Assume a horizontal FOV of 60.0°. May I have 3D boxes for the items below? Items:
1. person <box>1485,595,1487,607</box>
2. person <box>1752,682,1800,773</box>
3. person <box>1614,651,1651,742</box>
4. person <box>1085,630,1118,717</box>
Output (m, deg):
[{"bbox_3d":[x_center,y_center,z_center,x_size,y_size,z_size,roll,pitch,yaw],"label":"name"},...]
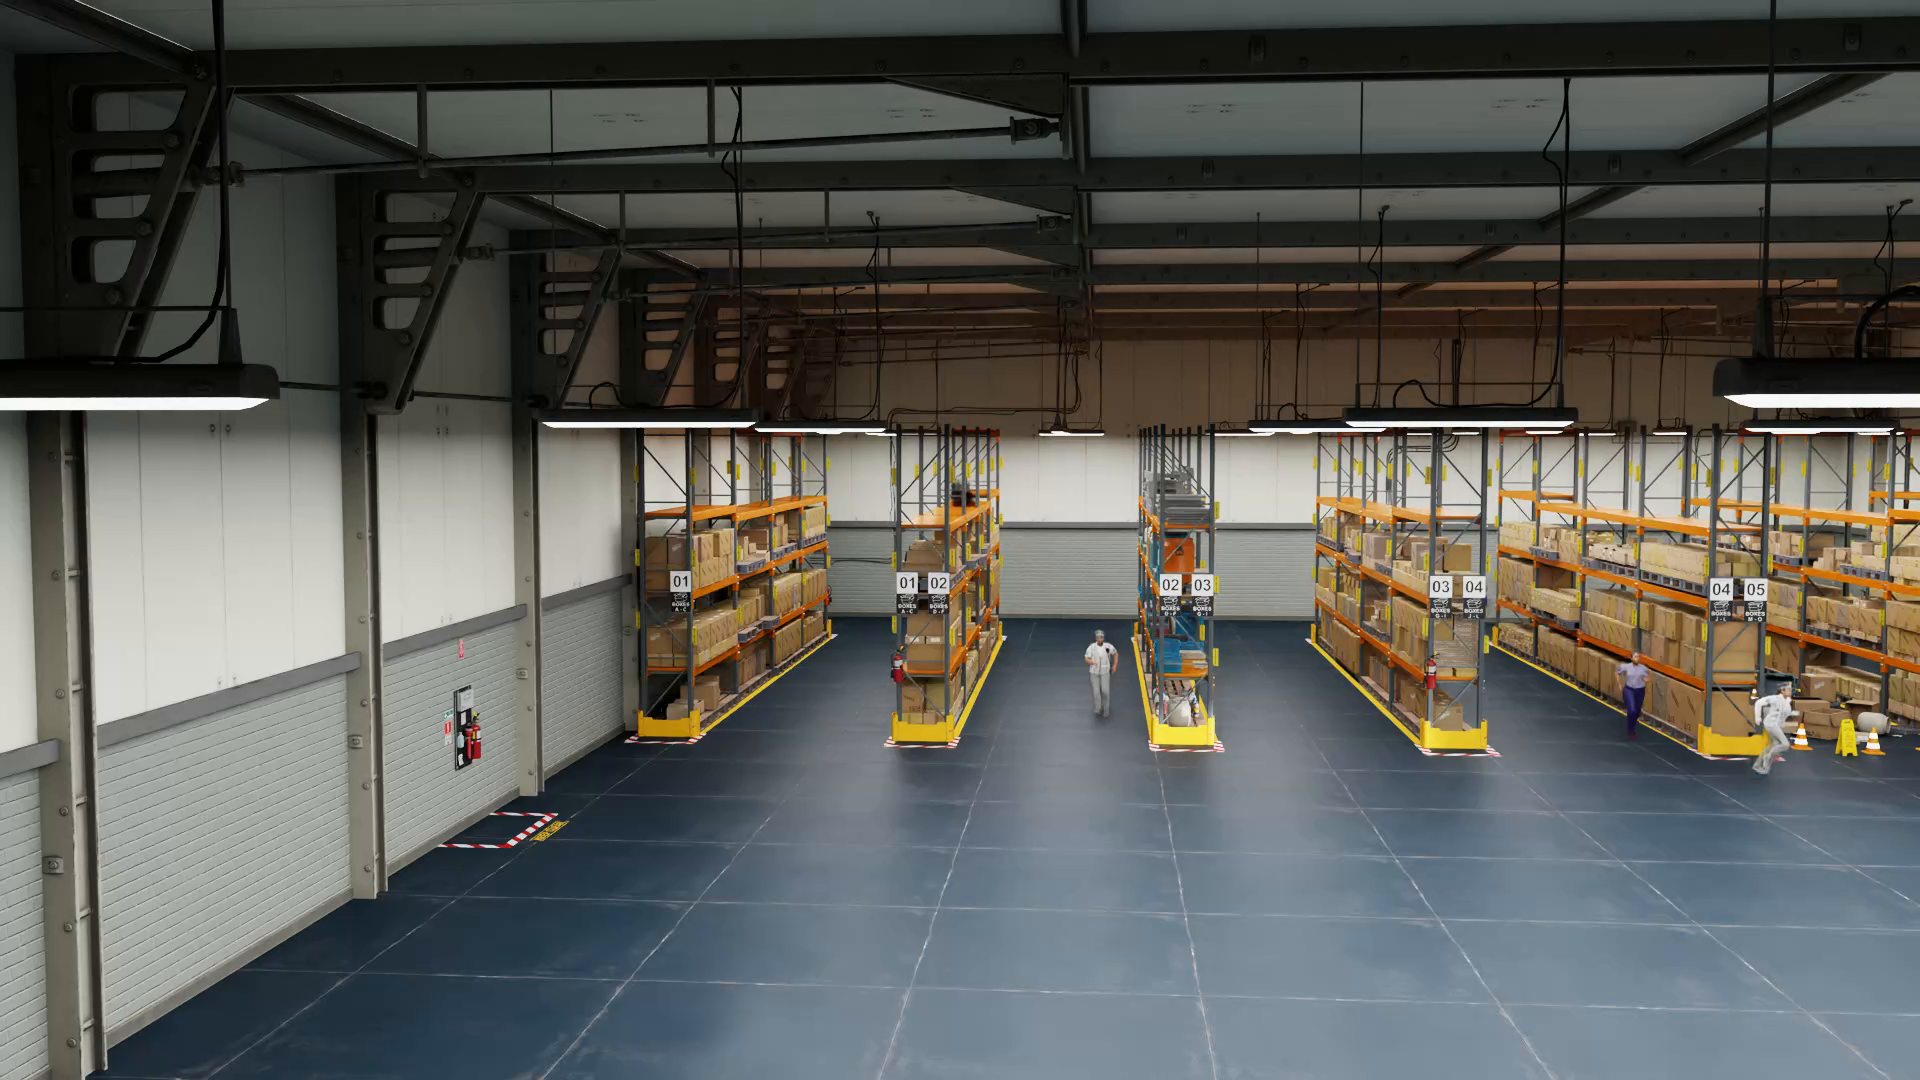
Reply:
[{"bbox_3d":[14.611,2.063,47.030,0.557,1.584,0.596,-2,4,-30],"label":"person"},{"bbox_3d":[13.851,3.180,28.218,0.596,1.612,0.774,-3,4,-37],"label":"person"},{"bbox_3d":[12.855,2.969,31.742,0.580,1.709,0.770,0,3,-4],"label":"person"},{"bbox_3d":[2.908,2.773,34.305,0.677,1.847,0.741,0,3,7],"label":"person"}]
